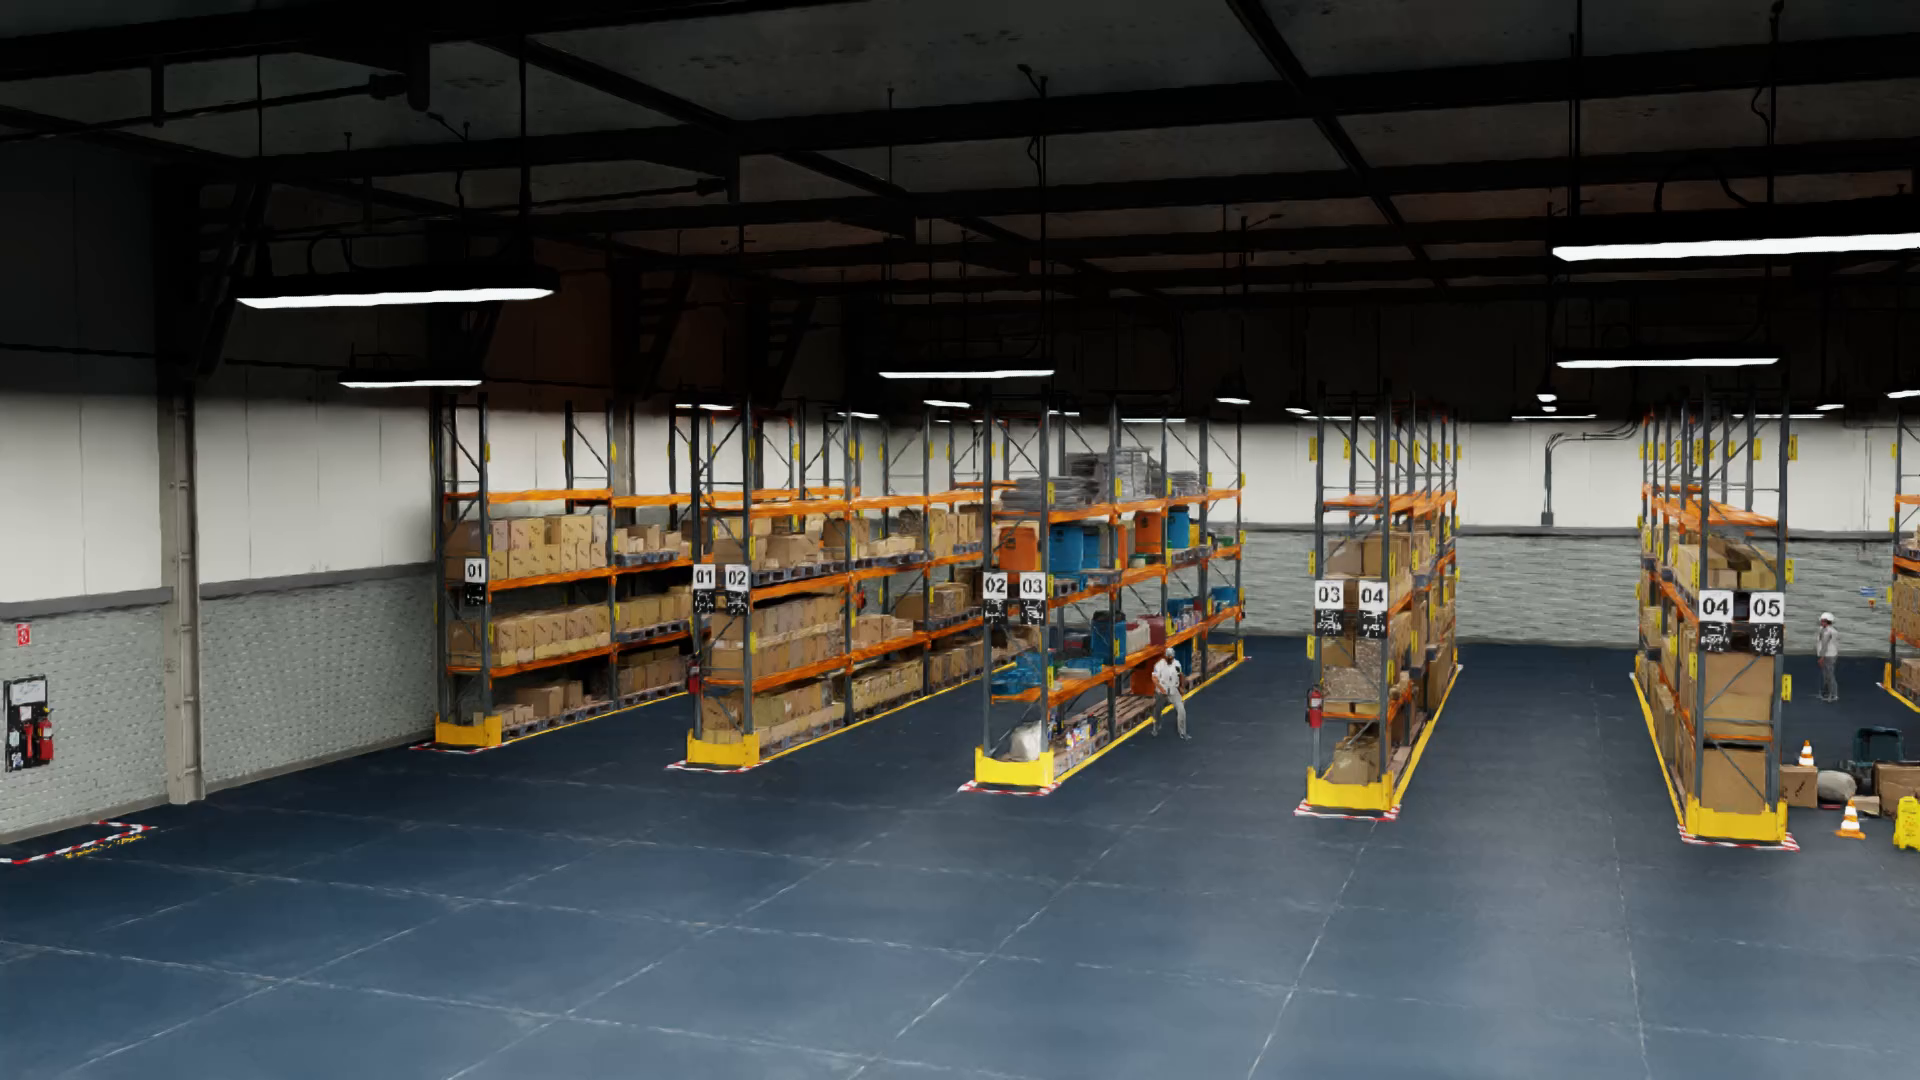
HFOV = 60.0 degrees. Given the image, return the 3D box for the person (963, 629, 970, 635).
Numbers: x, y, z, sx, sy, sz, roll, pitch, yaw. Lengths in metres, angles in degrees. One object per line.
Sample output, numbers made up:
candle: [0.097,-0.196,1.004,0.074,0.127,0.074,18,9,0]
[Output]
person: [0.004,1.854,43.586,0.720,1.635,0.553,-2,4,-35]

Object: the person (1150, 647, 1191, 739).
person: [3.659,2.653,29.056,0.660,1.600,0.782,0,3,-3]

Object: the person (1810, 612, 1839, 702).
person: [17.345,2.328,33.324,0.546,1.770,0.607,2,4,37]
